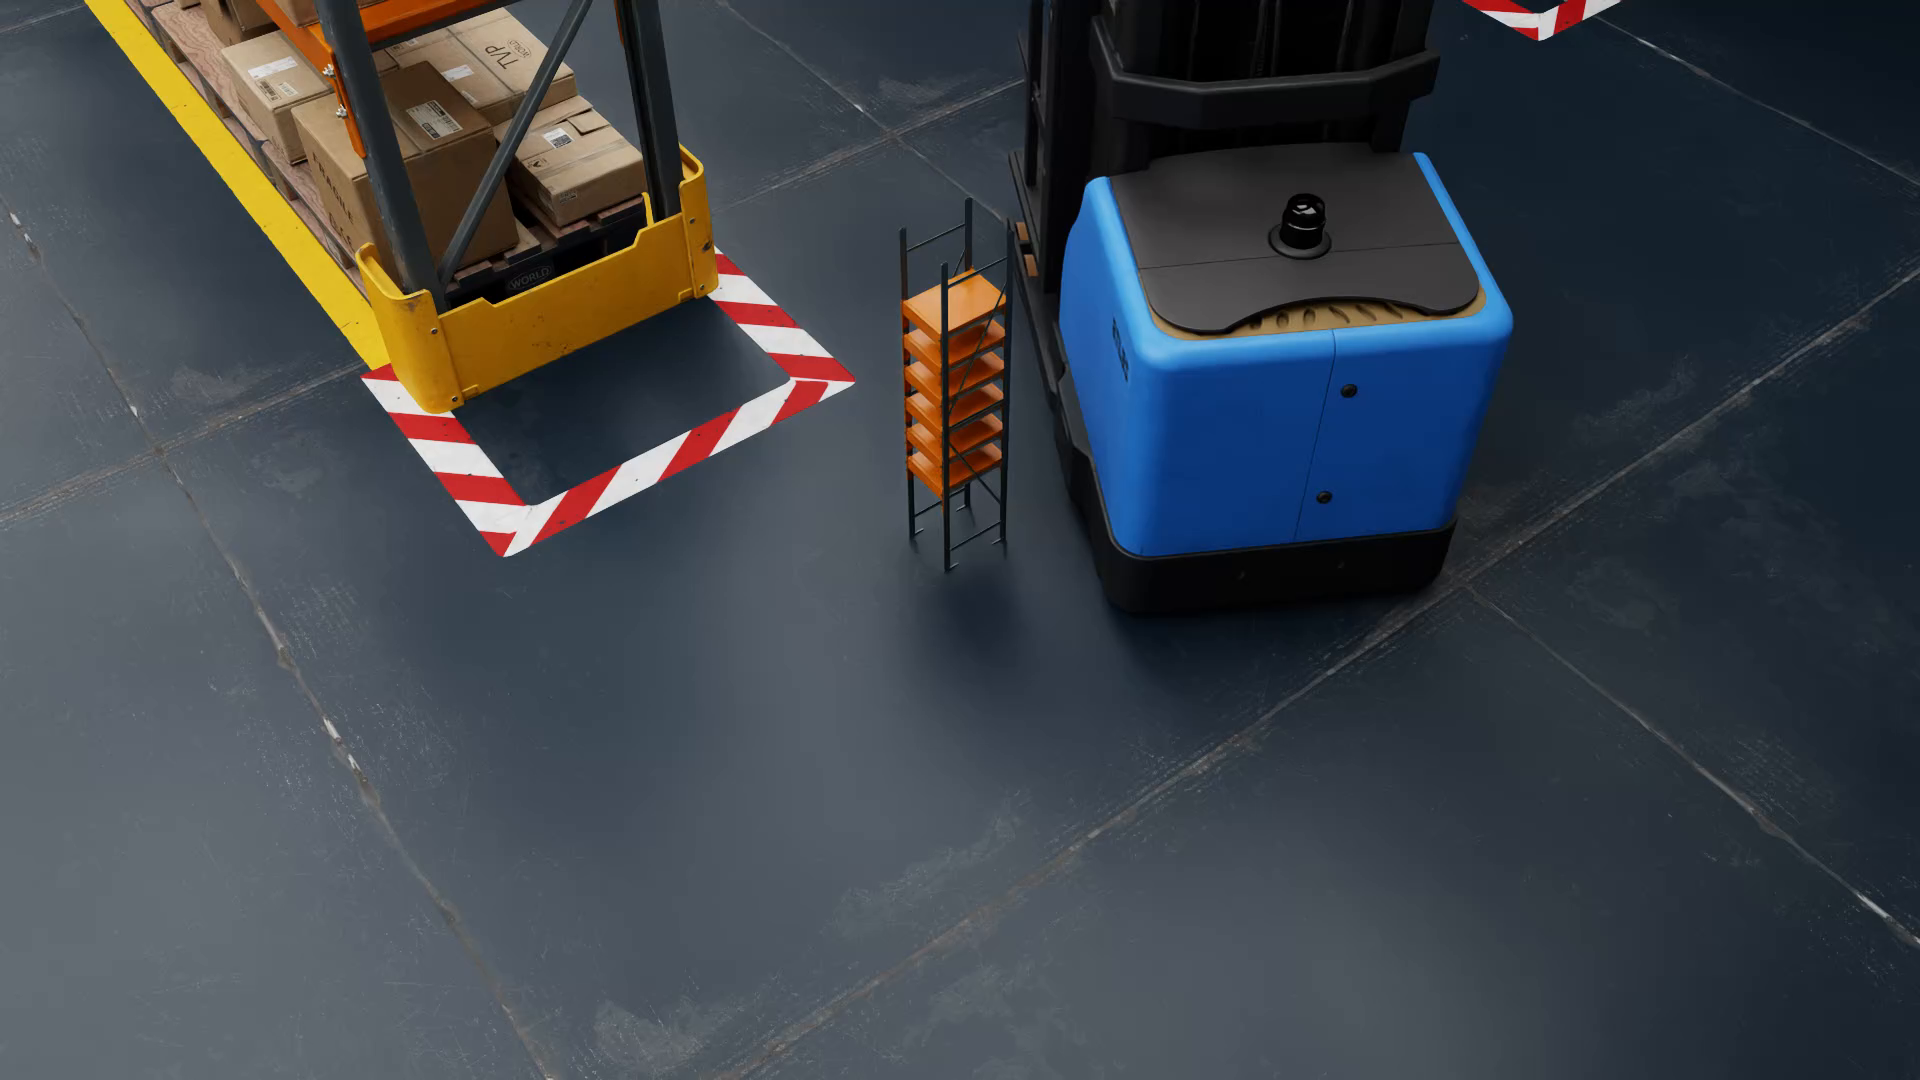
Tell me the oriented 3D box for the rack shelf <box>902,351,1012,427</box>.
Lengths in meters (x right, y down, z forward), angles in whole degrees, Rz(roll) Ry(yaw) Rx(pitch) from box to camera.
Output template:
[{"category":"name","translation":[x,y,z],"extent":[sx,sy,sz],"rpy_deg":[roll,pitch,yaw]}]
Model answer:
[{"category":"rack shelf","translation":[-0.009,-0.462,4.757],"extent":[0.258,0.103,0.180],"rpy_deg":[-29,54,-24]}]

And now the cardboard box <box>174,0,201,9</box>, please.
[{"category":"cardboard box","translation":[-3.190,-2.438,7.051],"extent":[0.380,0.166,0.250],"rpy_deg":[-29,54,-24]}]

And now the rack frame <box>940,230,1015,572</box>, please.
[{"category":"rack frame","translation":[0.047,-0.358,4.764],"extent":[0.240,1.200,0.006],"rpy_deg":[-29,54,-24]}]

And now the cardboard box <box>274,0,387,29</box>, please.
[{"category":"cardboard box","translation":[-1.869,-1.909,4.888],"extent":[0.500,0.500,0.500],"rpy_deg":[-28,54,-23]}]

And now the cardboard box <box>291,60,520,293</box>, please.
[{"category":"cardboard box","translation":[-1.907,-1.252,5.750],"extent":[0.500,0.500,0.500],"rpy_deg":[-29,54,-24]}]

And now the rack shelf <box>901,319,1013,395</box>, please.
[{"category":"rack shelf","translation":[-0.009,-0.543,4.668],"extent":[0.258,0.103,0.180],"rpy_deg":[-29,54,-24]}]

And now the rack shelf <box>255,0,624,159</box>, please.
[{"category":"rack shelf","translation":[-2.593,-2.671,6.132],"extent":[1.077,0.370,4.000],"rpy_deg":[-29,54,-24]}]

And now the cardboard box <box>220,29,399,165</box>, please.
[{"category":"cardboard box","translation":[-2.458,-1.741,6.363],"extent":[0.500,0.250,0.500],"rpy_deg":[-29,54,-24]}]

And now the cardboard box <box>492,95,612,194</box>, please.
[{"category":"cardboard box","translation":[-1.513,-1.478,6.181],"extent":[0.380,0.166,0.250],"rpy_deg":[-29,54,-24]}]

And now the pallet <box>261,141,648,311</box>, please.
[{"category":"pallet","translation":[-1.911,-1.311,6.296],"extent":[1.003,0.211,1.213],"rpy_deg":[-29,54,-24]}]

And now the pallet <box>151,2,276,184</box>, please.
[{"category":"pallet","translation":[-2.646,-2.030,6.948],"extent":[1.003,0.211,1.213],"rpy_deg":[-29,54,-24]}]

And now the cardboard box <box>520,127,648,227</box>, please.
[{"category":"cardboard box","translation":[-1.362,-1.325,6.054],"extent":[0.380,0.149,0.250],"rpy_deg":[-29,54,-24]}]

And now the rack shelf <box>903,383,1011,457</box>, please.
[{"category":"rack shelf","translation":[-0.009,-0.382,4.846],"extent":[0.258,0.103,0.180],"rpy_deg":[-29,54,-24]}]

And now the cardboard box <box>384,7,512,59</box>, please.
[{"category":"cardboard box","translation":[-2.091,-1.995,6.593],"extent":[0.500,0.250,0.500],"rpy_deg":[-29,54,-24]}]

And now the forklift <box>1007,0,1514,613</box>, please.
[{"category":"forklift","translation":[0.775,-1.870,4.967],"extent":[1.130,2.935,3.031],"rpy_deg":[-5,48,-5]}]

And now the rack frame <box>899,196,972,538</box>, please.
[{"category":"rack frame","translation":[-0.064,-0.465,4.862],"extent":[0.240,1.200,0.006],"rpy_deg":[-29,54,-24]}]

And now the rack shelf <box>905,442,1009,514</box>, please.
[{"category":"rack shelf","translation":[-0.009,-0.220,5.024],"extent":[0.258,0.103,0.180],"rpy_deg":[-29,54,-24]}]

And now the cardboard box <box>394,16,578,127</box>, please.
[{"category":"cardboard box","translation":[-1.788,-1.700,6.326],"extent":[0.500,0.250,0.500],"rpy_deg":[-29,54,-24]}]

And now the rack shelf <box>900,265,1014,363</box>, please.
[{"category":"rack shelf","translation":[-0.009,-0.623,4.579],"extent":[0.258,0.103,0.180],"rpy_deg":[-29,54,-24]}]

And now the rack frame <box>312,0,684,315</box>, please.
[{"category":"rack frame","translation":[-1.382,-1.733,4.797],"extent":[1.000,3.000,0.127],"rpy_deg":[-29,54,-24]}]

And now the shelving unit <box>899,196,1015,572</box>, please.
[{"category":"shelving unit","translation":[-0.009,-0.412,4.813],"extent":[0.258,1.200,0.189],"rpy_deg":[-29,54,-24]}]

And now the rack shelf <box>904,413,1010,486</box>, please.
[{"category":"rack shelf","translation":[-0.009,-0.301,4.935],"extent":[0.258,0.103,0.180],"rpy_deg":[-29,54,-24]}]

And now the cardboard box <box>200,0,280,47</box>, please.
[{"category":"cardboard box","translation":[-2.662,-2.296,6.695],"extent":[0.797,0.503,0.637],"rpy_deg":[-29,54,-24]}]

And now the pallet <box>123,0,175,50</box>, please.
[{"category":"pallet","translation":[-3.389,-2.750,7.601],"extent":[1.003,0.211,1.213],"rpy_deg":[-29,54,-24]}]

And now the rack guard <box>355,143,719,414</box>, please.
[{"category":"rack guard","translation":[-1.428,-0.939,5.763],"extent":[1.175,0.500,0.348],"rpy_deg":[-29,54,-24]}]
